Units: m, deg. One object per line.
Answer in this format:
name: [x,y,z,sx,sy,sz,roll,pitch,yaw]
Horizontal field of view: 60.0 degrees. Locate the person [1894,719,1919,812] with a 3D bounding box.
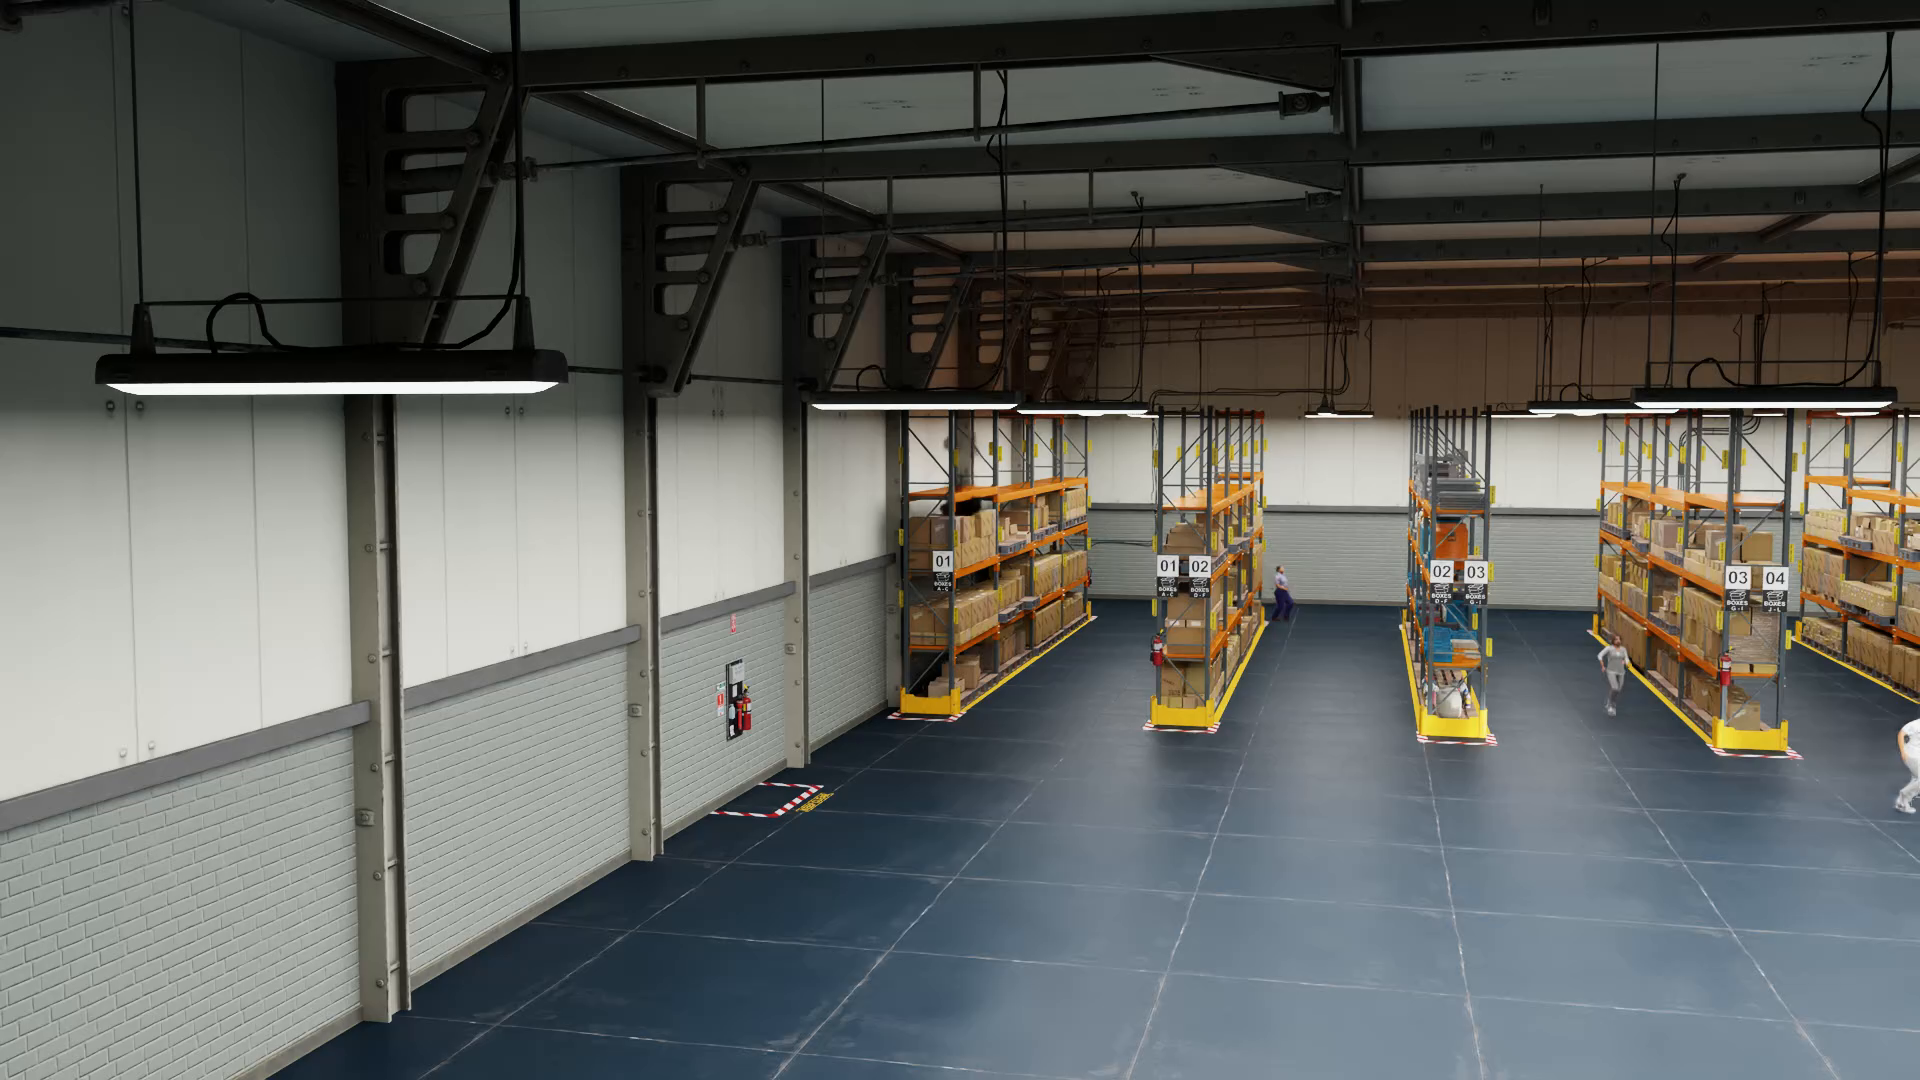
person: [13.977,3.185,24.165,0.571,1.586,0.646,-4,5,-42]

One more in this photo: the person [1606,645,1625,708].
person: [12.702,2.657,32.234,0.359,1.245,0.598,0,4,-2]

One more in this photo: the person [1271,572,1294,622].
person: [9.153,1.643,47.328,0.597,1.473,0.604,3,5,33]
